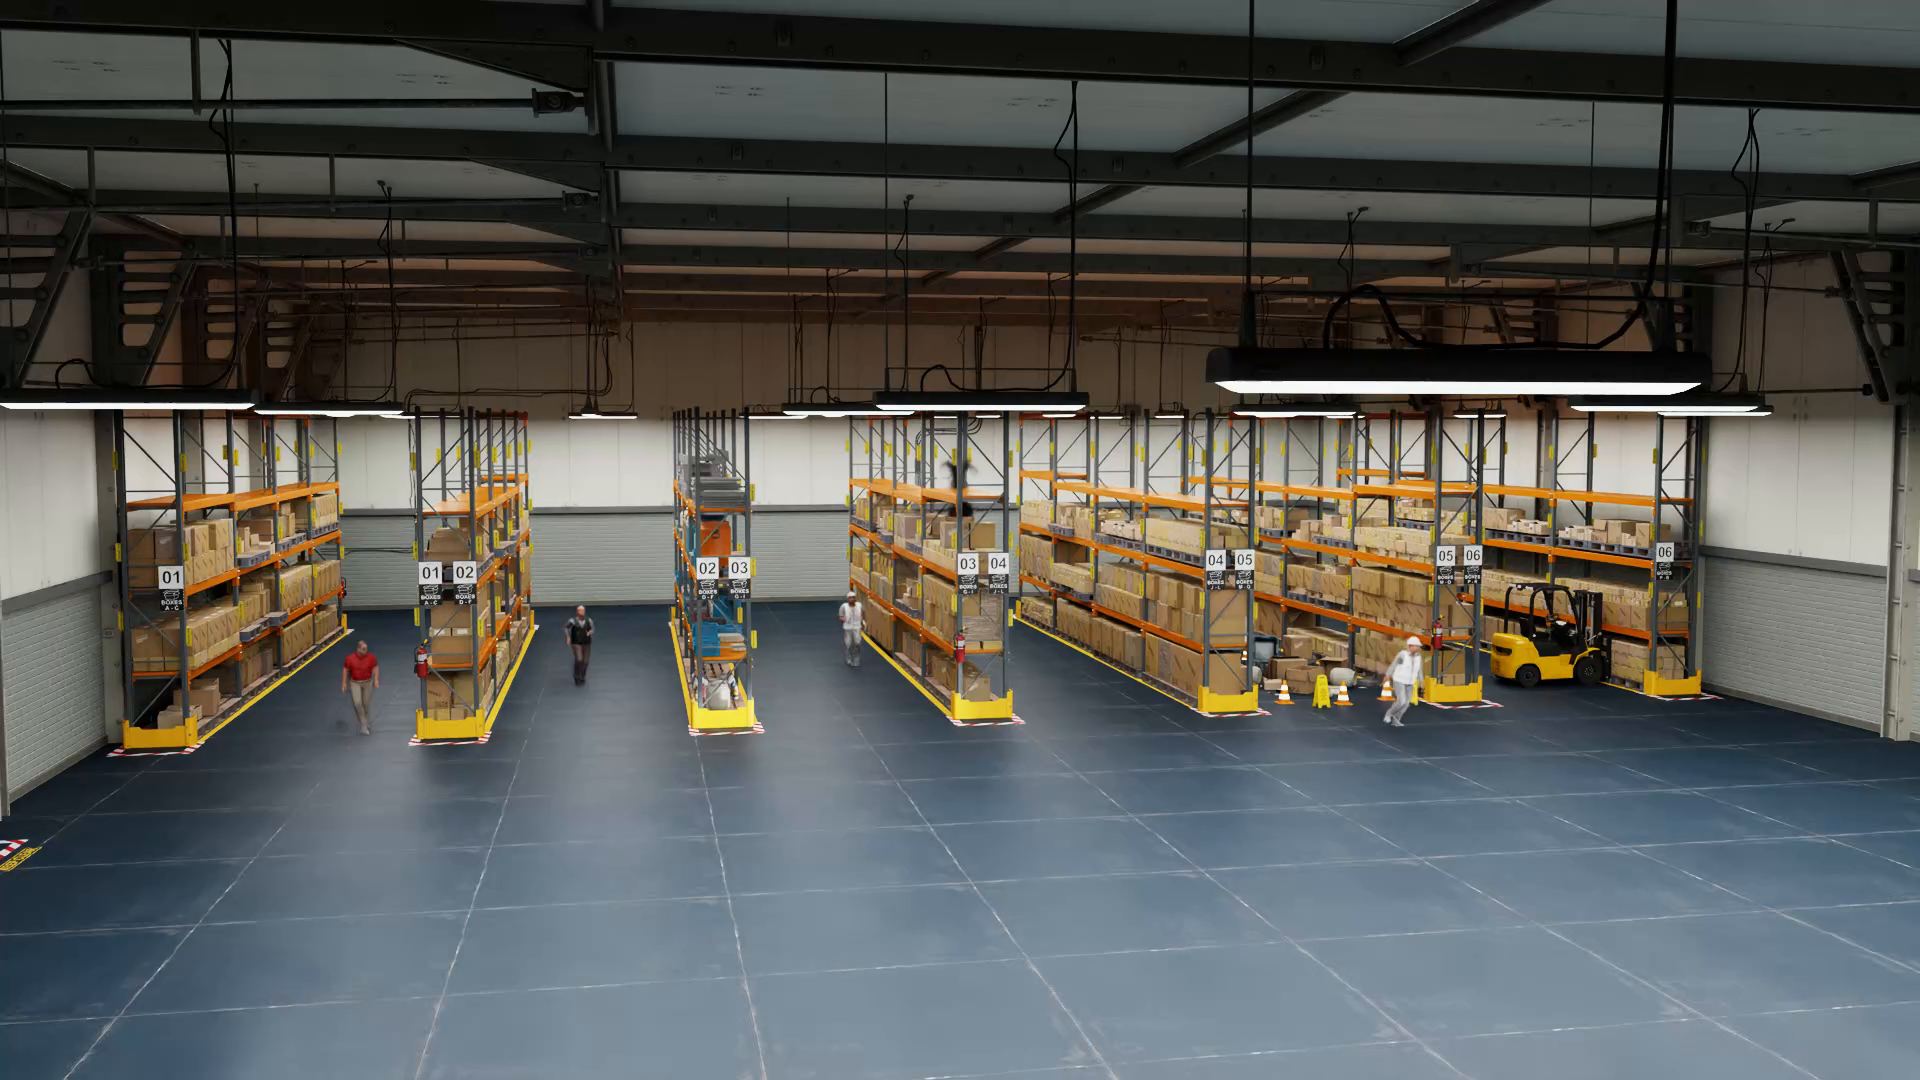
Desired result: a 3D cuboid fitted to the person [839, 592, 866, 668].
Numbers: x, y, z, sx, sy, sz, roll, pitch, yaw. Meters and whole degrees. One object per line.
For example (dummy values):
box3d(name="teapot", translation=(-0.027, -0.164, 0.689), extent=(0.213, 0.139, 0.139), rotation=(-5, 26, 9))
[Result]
box3d(name="person", translation=(-2.493, 2.087, 38.678), extent=(0.658, 1.784, 0.796), rotation=(-1, 4, -9))

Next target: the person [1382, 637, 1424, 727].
box3d(name="person", translation=(8.314, 2.652, 31.072), extent=(0.665, 1.718, 0.620), rotation=(-2, 5, -27))

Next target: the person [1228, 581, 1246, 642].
box3d(name="person", translation=(6.808, 1.896, 41.461), extent=(0.619, 1.724, 0.972), rotation=(-2, 5, -26))

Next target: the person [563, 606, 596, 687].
box3d(name="person", translation=(-8.224, 2.305, 36.079), extent=(0.640, 1.746, 0.720), rotation=(-2, 5, -28))

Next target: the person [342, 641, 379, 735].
box3d(name="person", translation=(-11.083, 2.702, 30.727), extent=(0.650, 1.720, 0.753), rotation=(-2, 5, -31))
